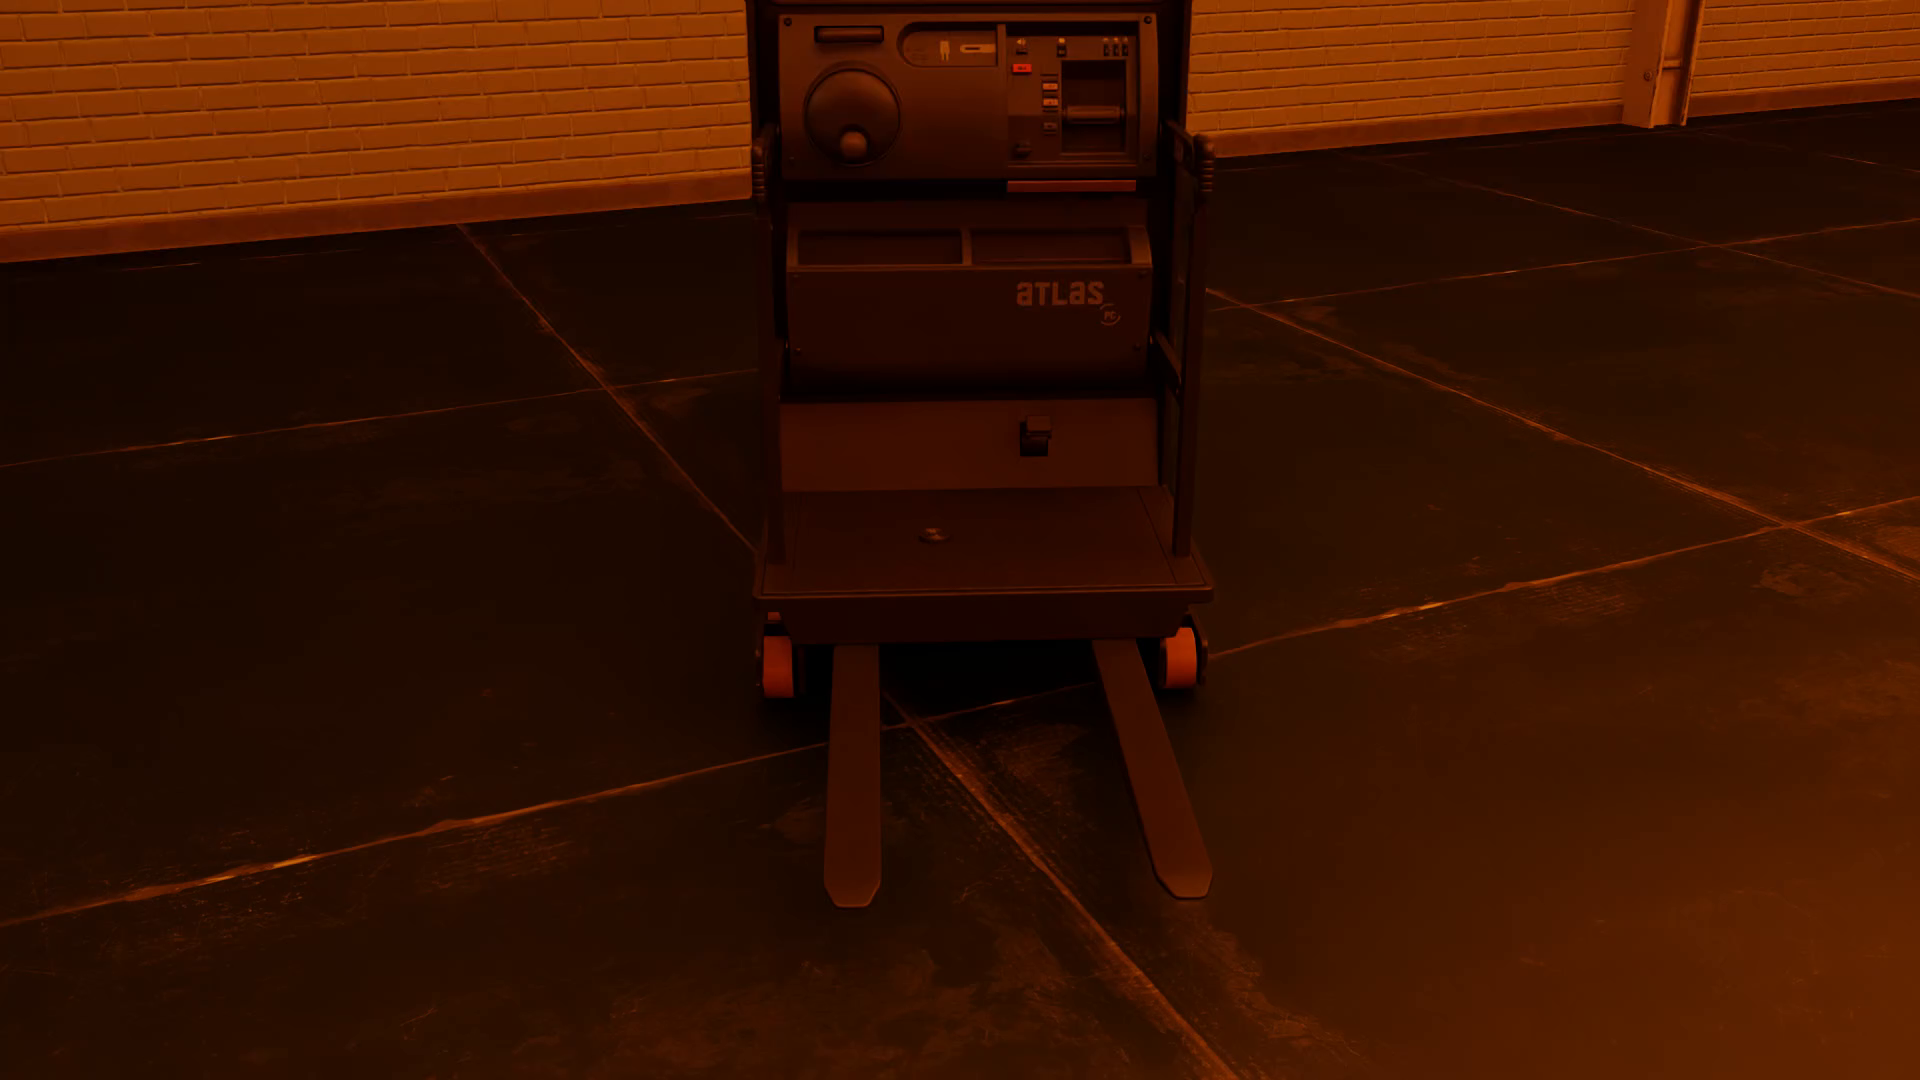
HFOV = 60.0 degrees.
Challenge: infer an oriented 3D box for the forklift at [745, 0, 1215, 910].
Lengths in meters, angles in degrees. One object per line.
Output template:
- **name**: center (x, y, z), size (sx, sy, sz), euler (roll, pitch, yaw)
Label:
- **forklift**: center (0.035, -1.081, 3.889), size (1.130, 2.935, 3.031), euler (-1, 23, -3)
